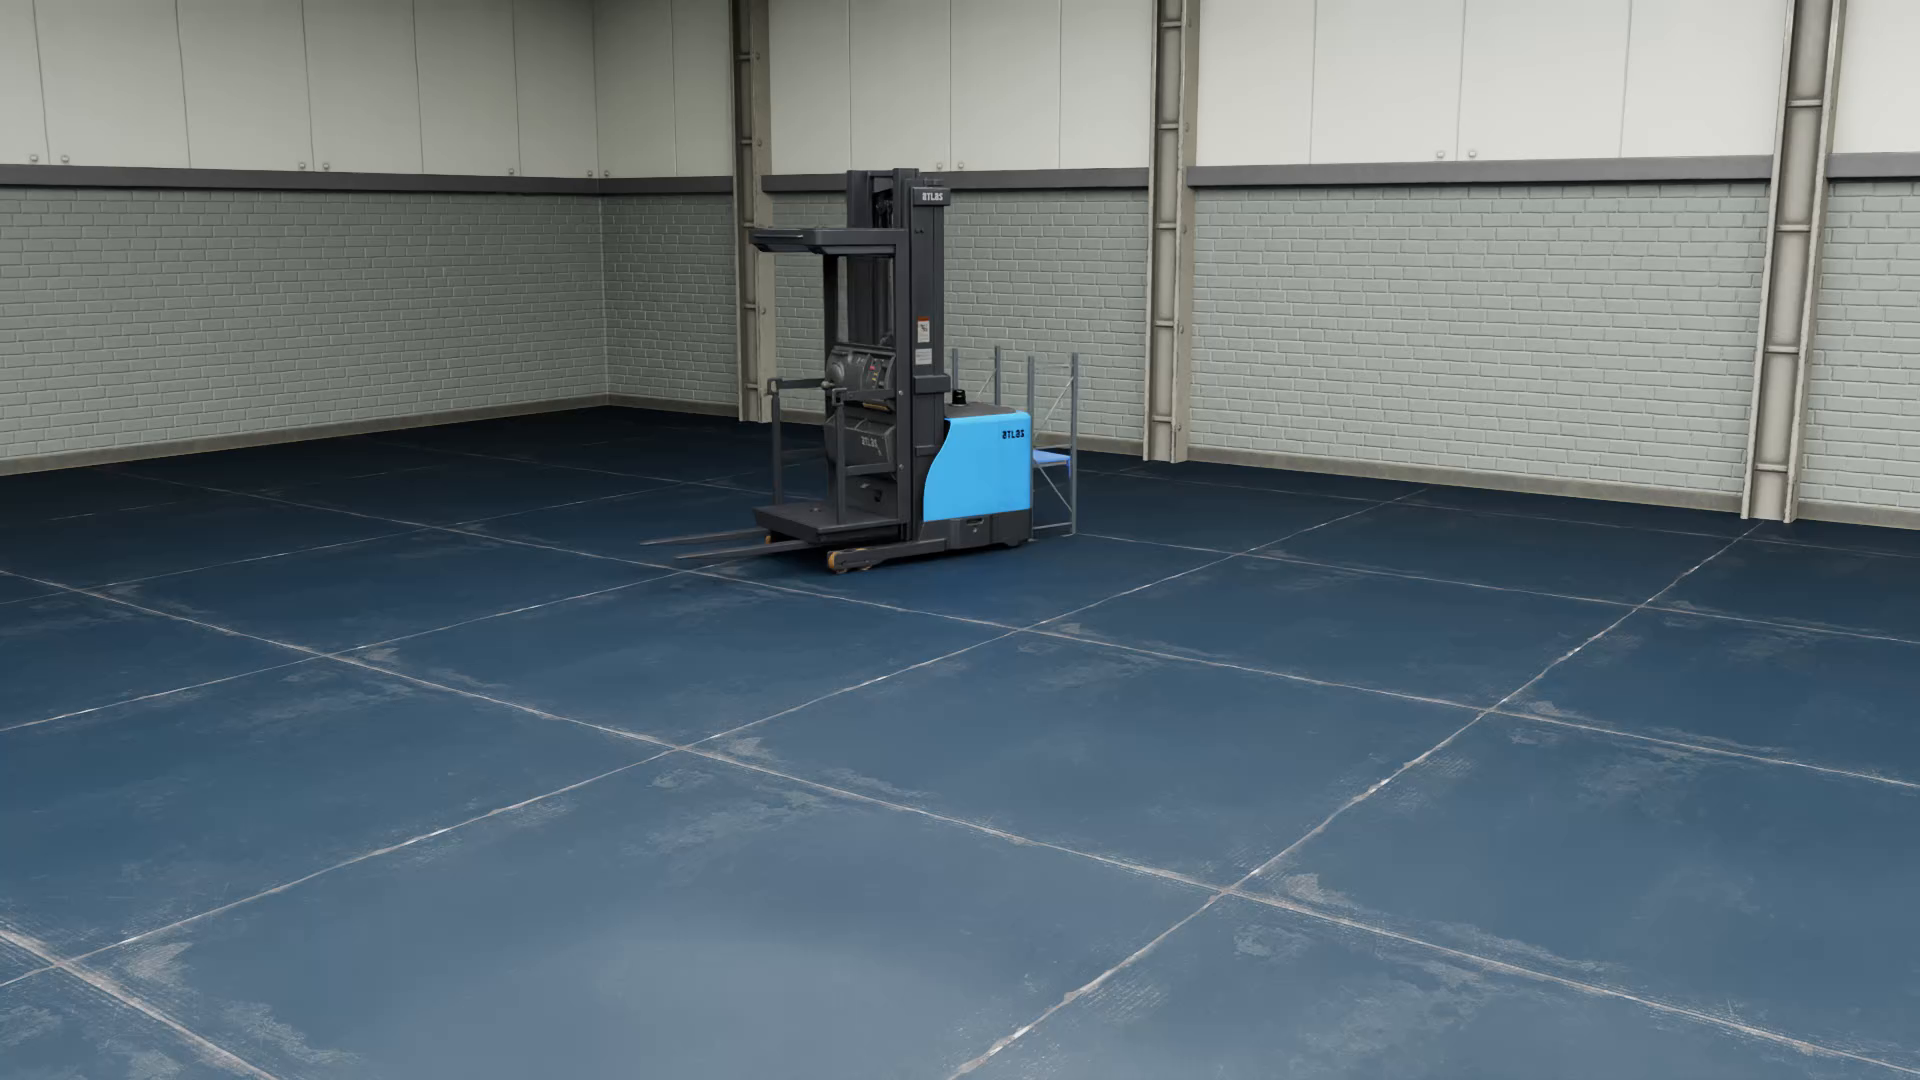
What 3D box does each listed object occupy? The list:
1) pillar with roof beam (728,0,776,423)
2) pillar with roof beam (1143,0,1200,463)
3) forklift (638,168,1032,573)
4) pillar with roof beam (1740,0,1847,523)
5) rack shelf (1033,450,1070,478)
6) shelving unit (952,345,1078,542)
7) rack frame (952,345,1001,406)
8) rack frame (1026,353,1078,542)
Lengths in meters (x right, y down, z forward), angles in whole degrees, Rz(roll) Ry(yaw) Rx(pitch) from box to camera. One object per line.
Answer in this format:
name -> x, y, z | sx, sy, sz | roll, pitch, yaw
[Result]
pillar with roof beam -> -5.158, -5.300, 17.234 | 0.400, 9.000, 9.100 | 8, 13, 36
pillar with roof beam -> -0.322, -4.626, 13.748 | 0.400, 9.000, 9.100 | 8, 13, 36
forklift -> -0.933, -1.307, 12.567 | 3.031, 2.935, 1.130 | -7, 13, -33
pillar with roof beam -> 4.514, -3.951, 10.261 | 0.400, 9.000, 9.100 | 8, 13, 36
rack shelf -> 0.442, -0.652, 13.898 | 0.538, 0.185, 1.000 | -8, 14, -36
shelving unit -> 0.442, -0.829, 13.864 | 0.538, 1.500, 1.048 | -8, 14, -36
rack frame -> 0.139, -0.906, 14.264 | 0.500, 1.500, 0.032 | -8, 14, -36
rack frame -> 0.746, -0.751, 13.463 | 0.500, 1.500, 0.032 | -8, 14, -36
